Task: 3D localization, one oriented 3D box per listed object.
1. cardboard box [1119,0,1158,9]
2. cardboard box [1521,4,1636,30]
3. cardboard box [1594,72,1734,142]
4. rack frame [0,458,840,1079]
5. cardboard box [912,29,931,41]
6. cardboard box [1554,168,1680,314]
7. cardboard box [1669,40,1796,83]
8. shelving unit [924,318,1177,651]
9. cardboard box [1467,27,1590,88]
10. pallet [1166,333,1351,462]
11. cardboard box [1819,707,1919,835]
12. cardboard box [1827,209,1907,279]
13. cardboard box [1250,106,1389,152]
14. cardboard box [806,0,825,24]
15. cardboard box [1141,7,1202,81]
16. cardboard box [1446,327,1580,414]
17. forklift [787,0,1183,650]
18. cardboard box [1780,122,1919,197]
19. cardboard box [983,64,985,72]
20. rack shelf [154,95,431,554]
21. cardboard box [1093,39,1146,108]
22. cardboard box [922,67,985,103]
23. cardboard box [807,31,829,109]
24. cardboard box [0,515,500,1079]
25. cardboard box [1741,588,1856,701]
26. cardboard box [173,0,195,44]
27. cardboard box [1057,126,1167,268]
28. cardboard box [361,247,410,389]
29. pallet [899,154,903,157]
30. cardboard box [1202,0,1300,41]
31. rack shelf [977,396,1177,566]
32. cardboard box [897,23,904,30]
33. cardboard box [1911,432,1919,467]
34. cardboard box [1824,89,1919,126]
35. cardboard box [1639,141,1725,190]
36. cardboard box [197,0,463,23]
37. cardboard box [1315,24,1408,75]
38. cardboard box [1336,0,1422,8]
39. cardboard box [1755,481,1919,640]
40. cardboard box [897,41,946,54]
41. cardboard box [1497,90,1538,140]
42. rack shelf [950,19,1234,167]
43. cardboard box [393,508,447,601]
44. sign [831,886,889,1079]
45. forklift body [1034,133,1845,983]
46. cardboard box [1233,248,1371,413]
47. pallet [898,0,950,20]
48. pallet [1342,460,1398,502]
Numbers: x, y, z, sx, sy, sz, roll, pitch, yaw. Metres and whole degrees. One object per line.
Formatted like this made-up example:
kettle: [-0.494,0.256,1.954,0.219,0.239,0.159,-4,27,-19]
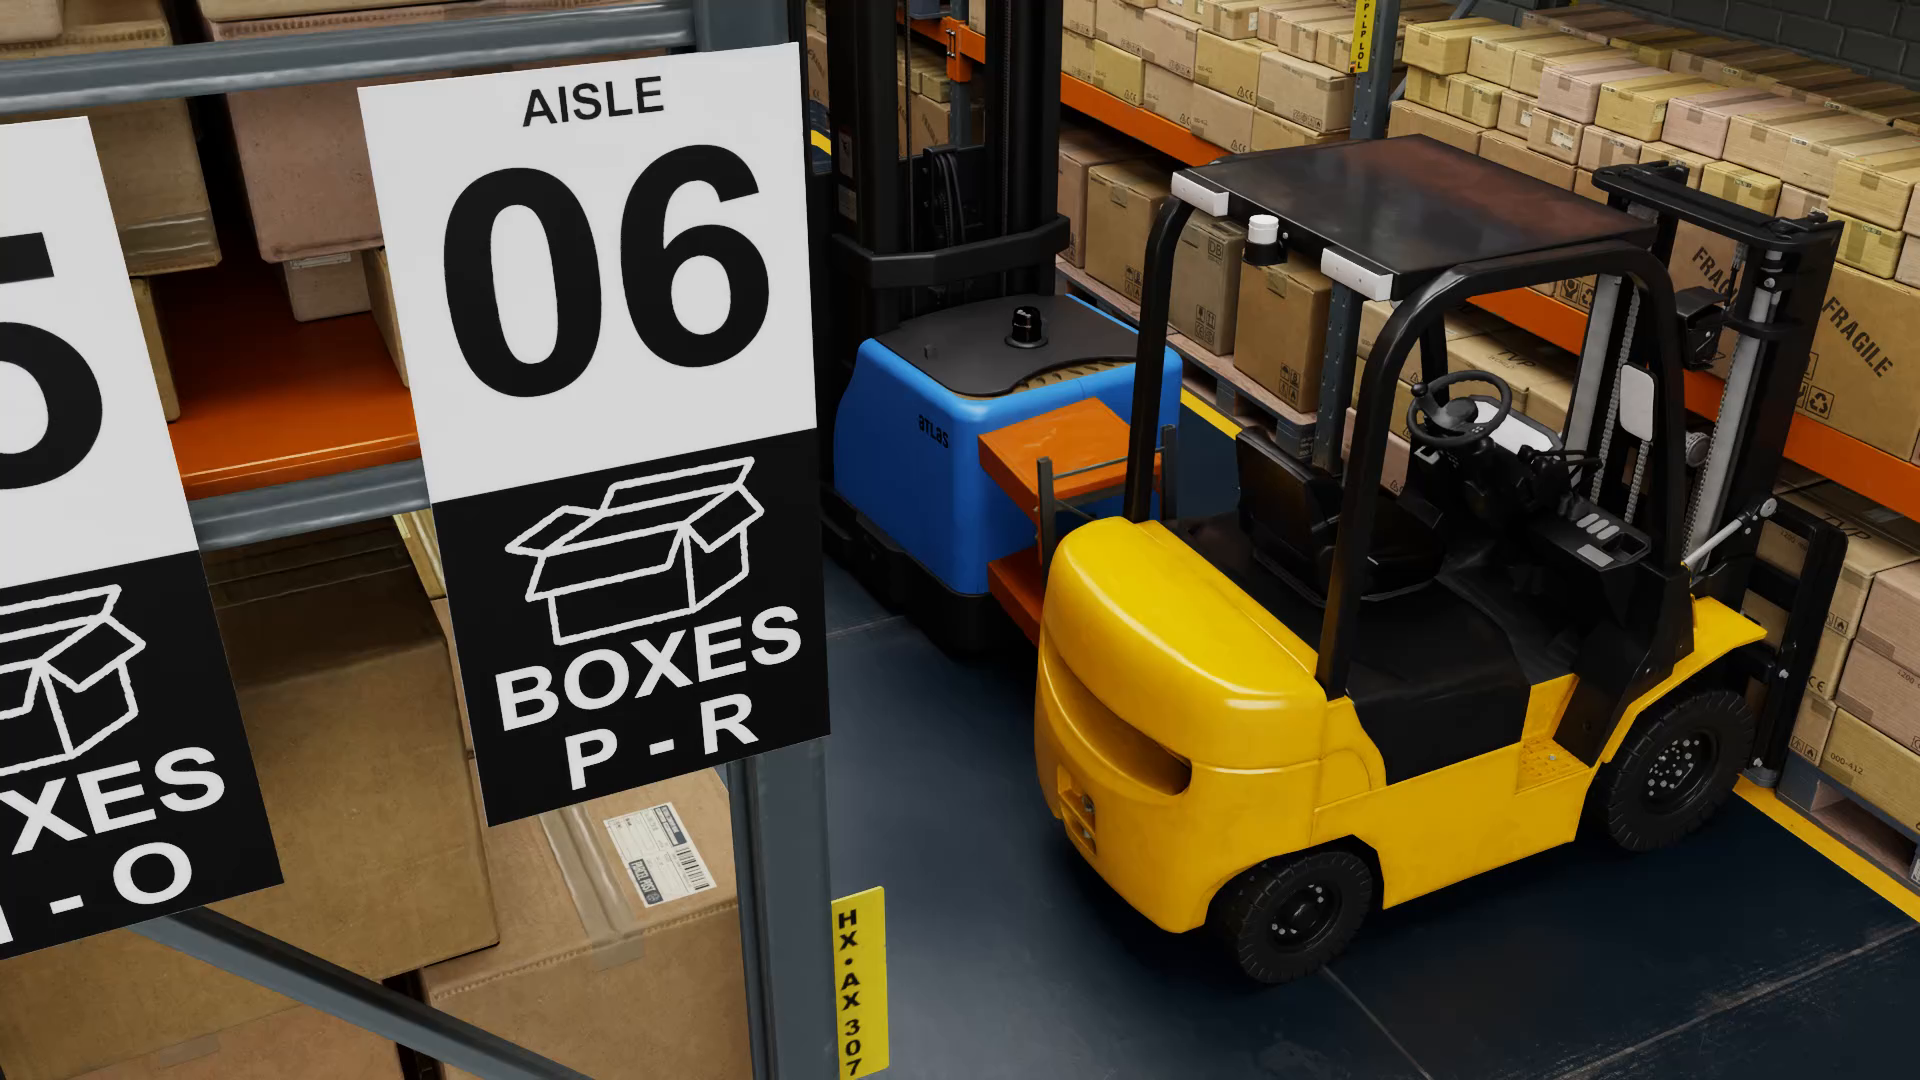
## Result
cardboard box: [1.023,-2.806,8.422,0.380,0.149,0.250,-14,32,-23]
cardboard box: [2.539,-2.095,6.850,0.380,0.149,0.250,-13,32,-22]
cardboard box: [2.463,-1.518,5.821,0.380,0.149,0.250,-14,32,-23]
rack frame: [-0.635,1.094,2.232,1.000,3.000,0.127,-13,32,-22]
cardboard box: [-0.134,-3.715,12.271,0.380,0.149,0.250,-13,32,-22]
cardboard box: [2.541,-1.059,5.970,0.500,0.500,0.500,-13,32,-22]
cardboard box: [2.899,-1.764,6.260,0.380,0.149,0.250,-14,32,-23]
shelving unit: [0.332,-0.071,6.186,0.538,1.125,1.048,-15,33,-17]
cardboard box: [2.208,-1.877,6.460,0.380,0.149,0.250,-13,32,-21]
pallet: [1.778,-0.817,8.492,1.003,0.211,1.213,-13,32,-22]
cardboard box: [3.154,0.704,5.310,0.500,0.250,0.500,-13,32,-22]
cardboard box: [2.872,-0.932,5.080,0.380,0.149,0.250,-13,32,-22]
cardboard box: [1.677,-1.819,7.580,0.500,0.250,0.500,-12,32,-21]
cardboard box: [-1.082,-4.195,13.127,0.380,0.149,0.250,-15,33,-25]
cardboard box: [1.246,-2.485,8.257,0.500,0.250,0.500,-12,32,-21]
cardboard box: [2.264,-0.629,6.664,0.500,0.250,0.500,-13,32,-22]
forklift: [-0.326,-1.541,7.001,1.130,2.935,3.031,-17,33,-27]
cardboard box: [2.839,-1.196,5.247,0.380,0.149,0.250,-13,32,-21]
cardboard box: [0.380,-3.278,11.492,0.380,0.149,0.250,-12,31,-20]
rack shelf: [-1.494,-0.784,3.249,1.077,0.370,4.000,-13,32,-22]
cardboard box: [1.042,-2.492,8.780,0.500,0.250,0.500,-12,31,-20]
cardboard box: [-0.029,-3.024,11.039,0.380,0.149,0.250,-15,32,-24]
cardboard box: [-0.853,-3.628,12.779,0.500,0.500,0.500,-14,32,-23]
cardboard box: [-1.051,0.305,2.210,0.700,0.500,0.500,-14,32,-23]
cardboard box: [2.909,0.252,5.605,0.500,0.250,0.500,-14,32,-23]
cardboard box: [-1.062,-1.004,2.756,0.500,0.250,0.500,-12,31,-21]
cardboard box: [0.955,-2.065,9.865,0.875,0.625,0.625,-12,31,-20]
cardboard box: [-0.484,-0.319,1.942,0.380,0.149,0.250,-13,32,-22]
pallet: [0.126,-2.605,11.680,1.003,0.211,1.213,-13,32,-22]
cardboard box: [1.365,-2.465,7.814,0.380,0.149,0.250,-14,32,-24]
rack shelf: [0.312,-0.321,6.035,0.538,0.278,1.000,-15,33,-17]
cardboard box: [-0.632,-3.735,12.307,0.380,0.149,0.250,-13,32,-22]
cardboard box: [3.184,-0.387,4.770,0.500,0.500,0.500,-12,31,-20]
cardboard box: [3.140,-1.404,5.618,0.380,0.149,0.250,-12,31,-21]
cardboard box: [2.552,-1.275,5.692,0.380,0.149,0.250,-14,32,-24]
cardboard box: [-0.603,-0.652,1.721,0.380,0.149,0.250,-13,32,-22]
cardboard box: [1.782,-2.147,7.247,0.380,0.149,0.250,-12,31,-20]
cardboard box: [1.998,-2.483,7.846,0.380,0.149,0.250,-13,32,-22]
cardboard box: [2.917,0.047,5.458,0.500,0.250,0.500,-13,32,-21]
cardboard box: [-0.319,-3.390,11.692,0.380,0.149,0.250,-12,31,-21]
cardboard box: [2.278,-1.624,6.313,0.380,0.149,0.250,-13,32,-22]
rack shelf: [1.271,-2.286,8.996,1.077,0.370,4.000,-13,32,-22]
cardboard box: [-1.033,0.201,3.419,0.500,0.500,0.500,-14,32,-23]
sign: [-0.145,0.603,2.223,0.100,0.325,0.005,-13,32,-22]
forklift body: [1.385,-0.034,5.111,2.313,2.155,1.214,-13,32,-22]
cardboard box: [1.895,-1.092,8.129,0.875,0.625,0.625,-12,31,-20]
pallet: [0.058,-3.684,10.950,1.213,0.211,1.003,-13,32,-22]
pallet: [2.433,-0.140,7.284,1.003,0.211,1.213,-13,32,-22]
